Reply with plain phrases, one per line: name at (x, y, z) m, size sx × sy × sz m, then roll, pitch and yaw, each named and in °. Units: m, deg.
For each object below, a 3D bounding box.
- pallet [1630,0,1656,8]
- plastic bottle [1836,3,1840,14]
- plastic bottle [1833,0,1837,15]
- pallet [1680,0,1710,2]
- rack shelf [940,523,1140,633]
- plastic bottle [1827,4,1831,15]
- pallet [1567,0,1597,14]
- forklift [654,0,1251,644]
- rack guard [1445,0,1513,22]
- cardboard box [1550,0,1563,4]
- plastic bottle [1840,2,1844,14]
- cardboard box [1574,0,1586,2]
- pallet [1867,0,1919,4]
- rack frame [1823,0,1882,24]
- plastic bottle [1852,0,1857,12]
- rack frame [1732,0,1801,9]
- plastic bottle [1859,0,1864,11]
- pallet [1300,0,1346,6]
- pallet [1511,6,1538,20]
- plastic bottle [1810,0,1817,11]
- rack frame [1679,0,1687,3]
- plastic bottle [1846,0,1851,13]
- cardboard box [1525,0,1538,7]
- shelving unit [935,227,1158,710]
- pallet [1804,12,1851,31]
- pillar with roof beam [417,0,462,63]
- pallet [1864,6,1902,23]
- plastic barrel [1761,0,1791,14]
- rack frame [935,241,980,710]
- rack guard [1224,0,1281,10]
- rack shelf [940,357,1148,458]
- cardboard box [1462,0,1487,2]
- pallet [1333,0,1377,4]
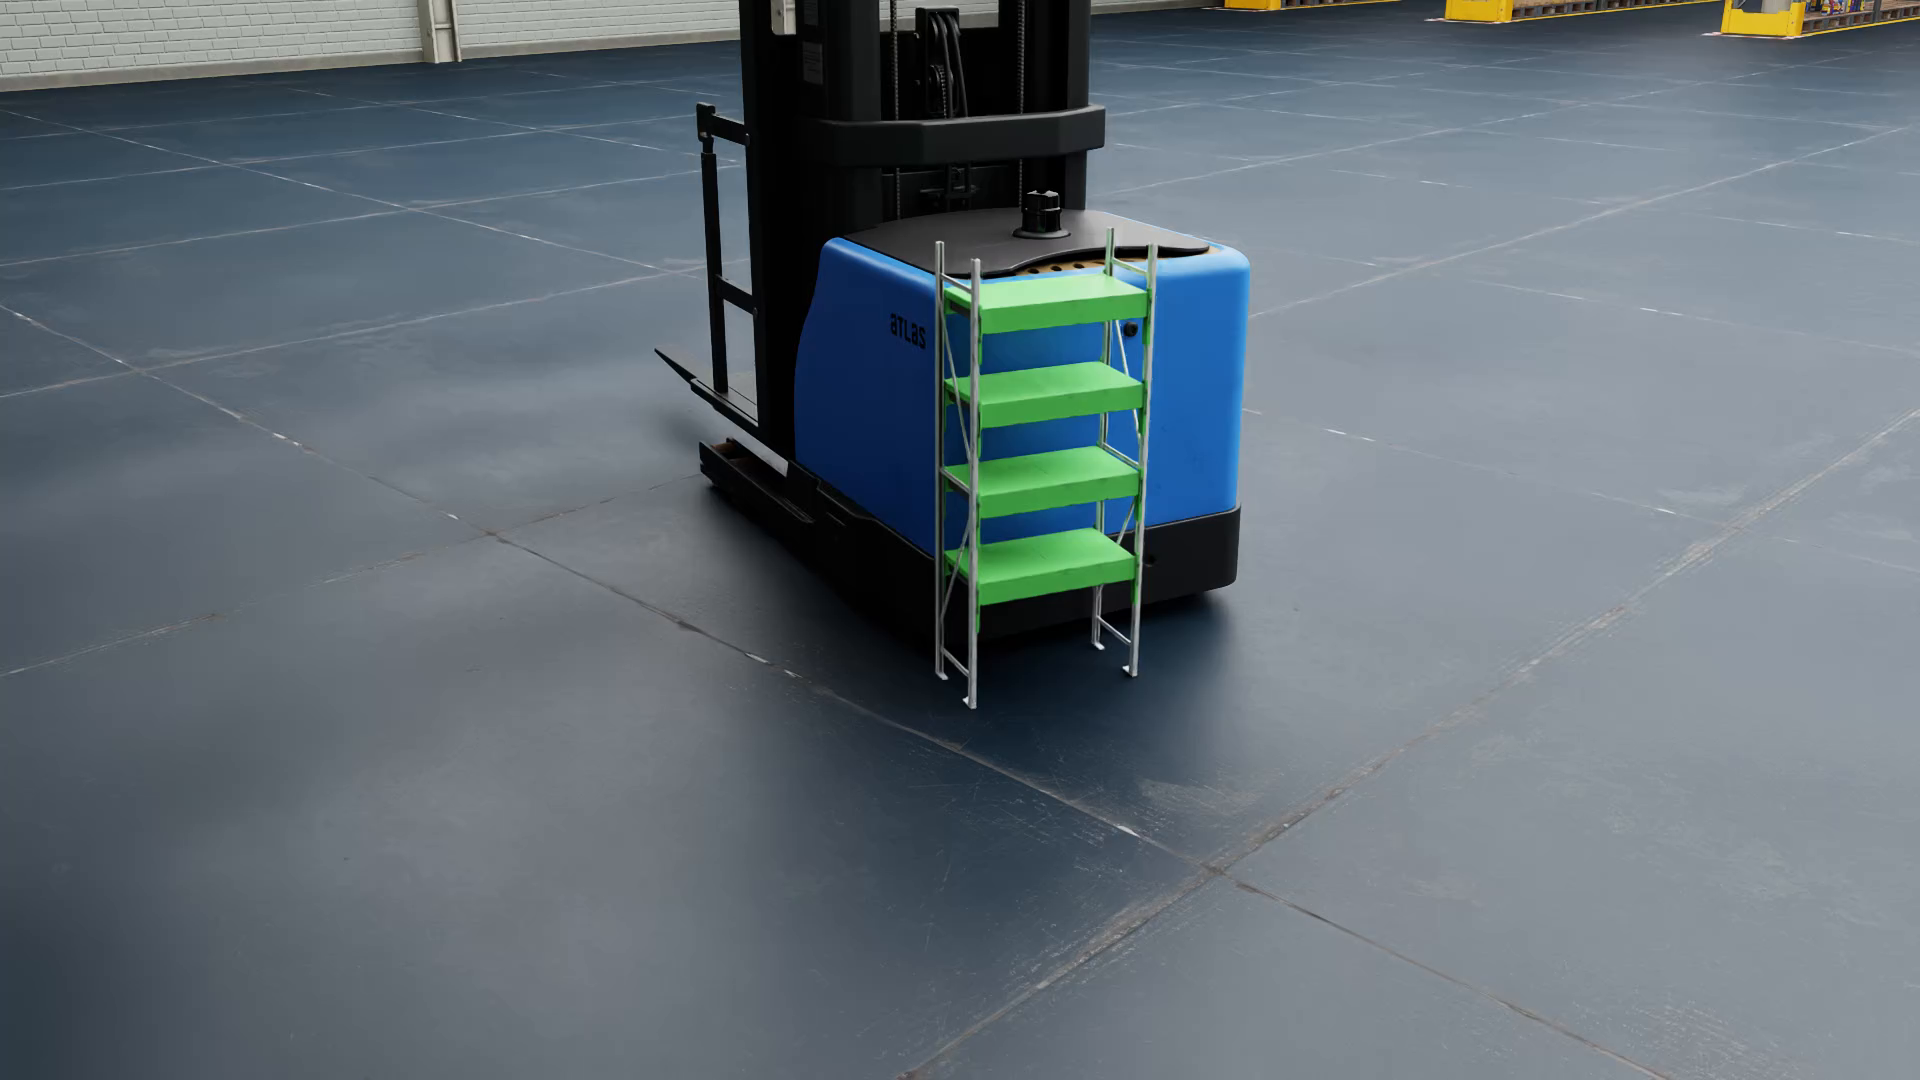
pallet at (13.467, -11.016, 33.941) m, size 1.003 × 0.211 × 1.213 m, roll 19°, pitch 28°, yaw 41°
plastic bottle at (14.752, -8.961, 27.995) m, size 0.097 × 0.201 × 0.097 m, roll 0°, pitch 21°, yaw 0°
plastic bottle at (14.613, -8.943, 27.849) m, size 0.097 × 0.271 × 0.097 m, roll 0°, pitch 21°, yaw 0°
pallet at (15.468, -11.712, 35.753) m, size 1.003 × 0.211 × 1.213 m, roll 19°, pitch 28°, yaw 41°
rack shelf at (0.212, 0.097, 4.491) m, size 0.480 × 0.148 × 0.258 m, roll -9°, pitch 23°, yaw -22°
plastic bottle at (14.446, -8.848, 27.702) m, size 0.097 × 0.201 × 0.097 m, roll 0°, pitch 21°, yaw 0°
pallet at (11.545, -10.308, 32.099) m, size 1.003 × 0.211 × 1.213 m, roll 19°, pitch 28°, yaw 41°
forklift at (-0.295, -1.566, 5.563) m, size 1.130 × 2.935 × 3.031 m, roll -11°, pitch 24°, yaw -26°
rack guard at (9.322, -9.602, 29.860) m, size 1.175 × 0.500 × 0.348 m, roll 19°, pitch 28°, yaw 41°
cardboard box at (10.920, -10.155, 31.062) m, size 0.500 × 0.250 × 0.500 m, roll 19°, pitch 28°, yaw 41°
plastic bottle at (14.895, -9.014, 28.132) m, size 0.097 × 0.201 × 0.097 m, roll 0°, pitch 21°, yaw 0°
cardboard box at (11.607, -10.416, 31.740) m, size 0.500 × 0.250 × 0.500 m, roll 19°, pitch 28°, yaw 41°
pallet at (17.898, -10.100, 31.558) m, size 1.003 × 0.211 × 1.213 m, roll 19°, pitch 28°, yaw 41°
rack frame at (15.676, -10.563, 28.875) m, size 1.000 × 3.000 × 0.127 m, roll 19°, pitch 28°, yaw 41°
plastic bottle at (15.299, -9.245, 28.525) m, size 0.144 × 0.351 × 0.185 m, roll 18°, pitch 27°, yaw 38°
rack frame at (12.886, -9.535, 26.200) m, size 1.000 × 3.000 × 0.127 m, roll 19°, pitch 28°, yaw 41°
plastic bottle at (15.577, -9.294, 28.747) m, size 0.133 × 0.283 × 0.061 m, roll -18°, pitch 28°, yaw -39°
pallet at (7.283, -11.244, 34.534) m, size 1.003 × 0.211 × 1.213 m, roll 19°, pitch 28°, yaw 41°
pallet at (9.843, -9.681, 30.467) m, size 1.003 × 0.211 × 1.213 m, roll 19°, pitch 28°, yaw 41°
plastic bottle at (14.801, -9.323, 28.840) m, size 0.097 × 0.271 × 0.097 m, roll 0°, pitch 21°, yaw 0°
rack frame at (14.920, -12.832, 34.778) m, size 1.000 × 3.000 × 0.127 m, roll 19°, pitch 28°, yaw 41°
plastic bottle at (15.074, -9.162, 28.309) m, size 0.144 × 0.351 × 0.185 m, roll 19°, pitch 28°, yaw 40°
cardboard box at (10.219, -9.899, 30.396) m, size 0.500 × 0.250 × 0.500 m, roll 19°, pitch 28°, yaw 41°
shelving unit at (0.213, -0.185, 4.379) m, size 0.503 × 1.200 × 0.258 m, roll -9°, pitch 23°, yaw -22°
pallet at (14.326, -8.784, 28.133) m, size 1.003 × 0.211 × 1.213 m, roll 19°, pitch 28°, yaw 41°
pillar with roof beam at (-3.817, -9.506, 17.765) m, size 9.100 × 9.000 × 0.400 m, roll 19°, pitch 28°, yaw 41°
pallet at (16.196, -9.473, 29.926) m, size 1.003 × 0.211 × 1.213 m, roll 19°, pitch 28°, yaw 41°
plastic barrel at (13.290, -8.758, 27.061) m, size 0.421 × 0.512 × 0.421 m, roll 0°, pitch 21°, yaw 0°
rack frame at (-0.010, -0.150, 4.287) m, size 0.015 × 1.200 × 0.240 m, roll -9°, pitch 23°, yaw -22°
rack guard at (5.840, -10.867, 33.150) m, size 1.175 × 0.500 × 0.348 m, roll 19°, pitch 28°, yaw 41°
rack shelf at (0.214, -0.349, 4.314) m, size 0.480 × 0.148 × 0.258 m, roll -9°, pitch 23°, yaw -22°
cardboard box at (9.502, -9.900, 30.397) m, size 0.500 × 0.250 × 0.500 m, roll 19°, pitch 28°, yaw 41°
pallet at (8.135, -11.559, 35.354) m, size 1.003 × 0.211 × 1.213 m, roll 19°, pitch 28°, yaw 41°
